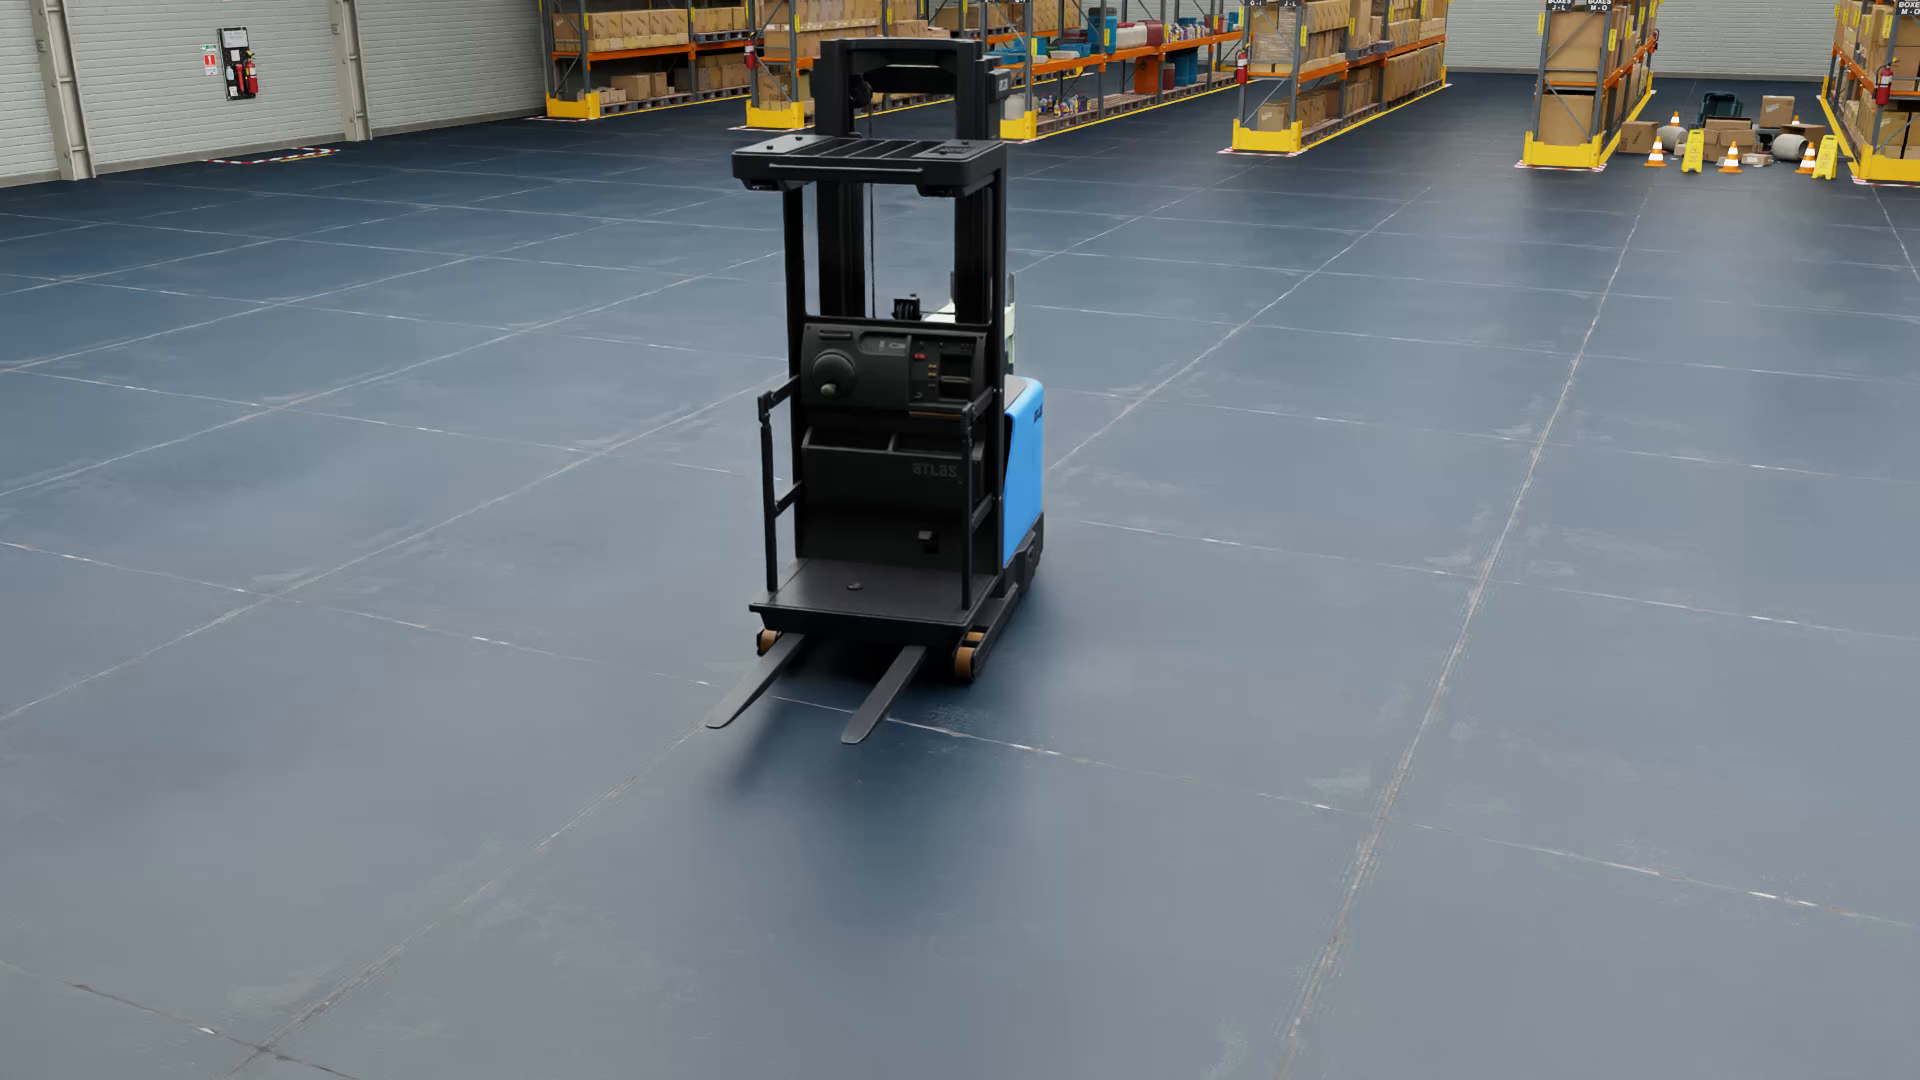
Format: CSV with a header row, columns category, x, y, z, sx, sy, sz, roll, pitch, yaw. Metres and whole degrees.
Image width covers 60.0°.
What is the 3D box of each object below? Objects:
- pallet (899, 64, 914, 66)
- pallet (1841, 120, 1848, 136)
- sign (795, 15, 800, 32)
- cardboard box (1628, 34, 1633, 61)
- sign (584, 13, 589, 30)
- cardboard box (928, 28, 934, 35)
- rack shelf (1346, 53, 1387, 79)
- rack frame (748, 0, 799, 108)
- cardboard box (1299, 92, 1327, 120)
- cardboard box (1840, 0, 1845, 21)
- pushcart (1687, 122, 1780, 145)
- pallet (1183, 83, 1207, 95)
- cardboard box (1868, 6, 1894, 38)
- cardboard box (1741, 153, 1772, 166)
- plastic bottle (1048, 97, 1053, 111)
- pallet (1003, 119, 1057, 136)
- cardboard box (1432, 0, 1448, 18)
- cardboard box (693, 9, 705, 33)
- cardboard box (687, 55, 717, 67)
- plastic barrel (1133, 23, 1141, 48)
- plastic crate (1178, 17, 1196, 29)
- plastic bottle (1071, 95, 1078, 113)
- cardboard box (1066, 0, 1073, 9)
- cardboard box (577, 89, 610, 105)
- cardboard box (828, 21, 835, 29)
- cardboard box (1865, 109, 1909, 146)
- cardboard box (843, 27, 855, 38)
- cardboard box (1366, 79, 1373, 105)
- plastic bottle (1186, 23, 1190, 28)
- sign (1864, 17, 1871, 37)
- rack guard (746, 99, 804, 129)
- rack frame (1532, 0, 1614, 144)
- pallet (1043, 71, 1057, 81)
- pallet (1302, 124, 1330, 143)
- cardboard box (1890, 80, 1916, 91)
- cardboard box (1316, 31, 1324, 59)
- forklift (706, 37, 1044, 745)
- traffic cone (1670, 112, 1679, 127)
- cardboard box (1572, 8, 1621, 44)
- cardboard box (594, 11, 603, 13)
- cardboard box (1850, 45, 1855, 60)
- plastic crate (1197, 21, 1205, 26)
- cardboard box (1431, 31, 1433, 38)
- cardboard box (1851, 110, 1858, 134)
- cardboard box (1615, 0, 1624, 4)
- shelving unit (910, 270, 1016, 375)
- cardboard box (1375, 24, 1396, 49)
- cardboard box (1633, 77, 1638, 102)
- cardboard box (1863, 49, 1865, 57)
category,x,y,z,sx,sy,sz,roll,pitch,yaw
pallet,-1.887,-13.648,48.029,1.003,0.211,1.213,9,21,23
pallet,17.369,-7.820,31.642,1.003,0.211,1.213,9,21,23
sign,-3.158,-10.014,32.241,0.100,0.325,0.005,9,21,23
cardboard box,12.578,-9.431,31.862,0.500,0.500,0.500,9,21,24
sign,-7.688,-10.659,34.172,0.100,0.325,0.005,9,21,23
cardboard box,-0.929,-11.804,38.816,0.500,0.311,0.500,8,21,22
rack shelf,7.831,-9.782,34.071,1.077,0.370,4.000,9,21,23
rack frame,-3.662,-9.647,32.618,1.000,3.000,0.127,9,21,23
cardboard box,6.811,-8.413,32.251,0.500,0.500,0.500,8,21,21
cardboard box,20.101,-11.911,37.343,0.500,0.500,0.500,8,21,22
pushcart,13.952,-7.212,29.684,1.648,0.377,0.936,1,20,4
pallet,5.415,-11.091,40.839,1.003,0.211,1.213,9,21,23
cardboard box,15.215,-8.400,27.027,0.700,0.500,0.500,8,21,22
cardboard box,13.108,-6.261,27.353,0.250,0.149,0.380,-14,24,-33
plastic bottle,1.835,-8.860,33.821,0.097,0.271,0.097,0,20,0
pallet,1.181,-7.930,31.951,1.003,0.211,1.213,9,21,23
cardboard box,11.966,-13.416,41.876,0.500,0.500,0.500,9,21,23
cardboard box,-6.306,-11.954,38.299,0.700,0.500,0.500,9,21,23
cardboard box,-6.082,-11.294,39.203,0.500,0.250,0.500,8,21,22
plastic barrel,3.732,-10.992,36.233,0.421,0.512,0.421,0,20,0
plastic crate,5.649,-12.845,41.544,0.392,0.384,0.575,9,21,23
plastic bottle,2.281,-8.754,33.405,0.144,0.351,0.185,8,21,22
cardboard box,2.752,-14.728,45.264,0.500,0.500,0.500,9,22,24
cardboard box,-7.818,-9.465,35.463,0.500,0.311,0.500,6,20,17
cardboard box,-2.780,-10.484,33.855,0.380,0.149,0.250,8,21,22
cardboard box,14.505,-6.463,26.024,0.500,0.500,0.500,9,21,23
cardboard box,-2.619,-10.465,34.770,0.700,0.500,0.500,9,21,24
cardboard box,8.394,-9.554,35.431,0.700,0.500,0.500,7,21,20
plastic bottle,5.484,-12.249,40.008,0.144,0.351,0.185,9,21,23
sign,15.545,-8.770,28.425,0.100,0.325,0.005,9,21,23
rack guard,-3.672,-8.462,33.017,1.175,0.500,0.348,9,21,23
rack frame,9.857,-7.575,26.793,1.000,3.000,0.127,9,21,23
pallet,2.032,-12.585,45.043,1.003,0.211,1.213,9,21,23
pallet,6.271,-7.611,31.055,1.003,0.211,1.213,9,21,23
cardboard box,14.373,-6.952,25.416,0.380,0.149,0.250,9,22,25
cardboard box,6.179,-9.106,30.503,0.875,0.500,0.500,9,21,23
forklift,-0.381,-0.841,7.960,1.130,2.935,3.031,5,20,14
traffic cone,13.422,-7.805,31.226,0.336,0.463,0.334,9,21,23
cardboard box,10.539,-8.596,27.828,0.875,0.550,0.550,9,21,23
cardboard box,-7.761,-11.102,35.785,0.500,0.500,0.500,8,21,21
cardboard box,17.661,-9.492,32.406,0.500,0.250,0.500,8,21,21
plastic crate,6.343,-13.282,43.000,0.416,0.233,0.300,9,21,23
cardboard box,11.349,-12.358,40.617,0.380,0.149,0.250,8,21,21
cardboard box,16.557,-7.490,29.849,0.950,0.372,0.625,10,22,26
cardboard box,14.717,-12.083,37.382,0.500,0.500,0.500,8,21,21
shelving unit,0.023,-0.795,9.965,0.431,1.500,0.755,6,20,17
cardboard box,9.097,-10.891,35.966,0.500,0.500,0.500,9,22,24
cardboard box,14.488,-9.846,36.282,0.500,0.500,0.500,8,21,21
cardboard box,16.310,-8.665,29.604,0.380,0.149,0.250,9,21,23
